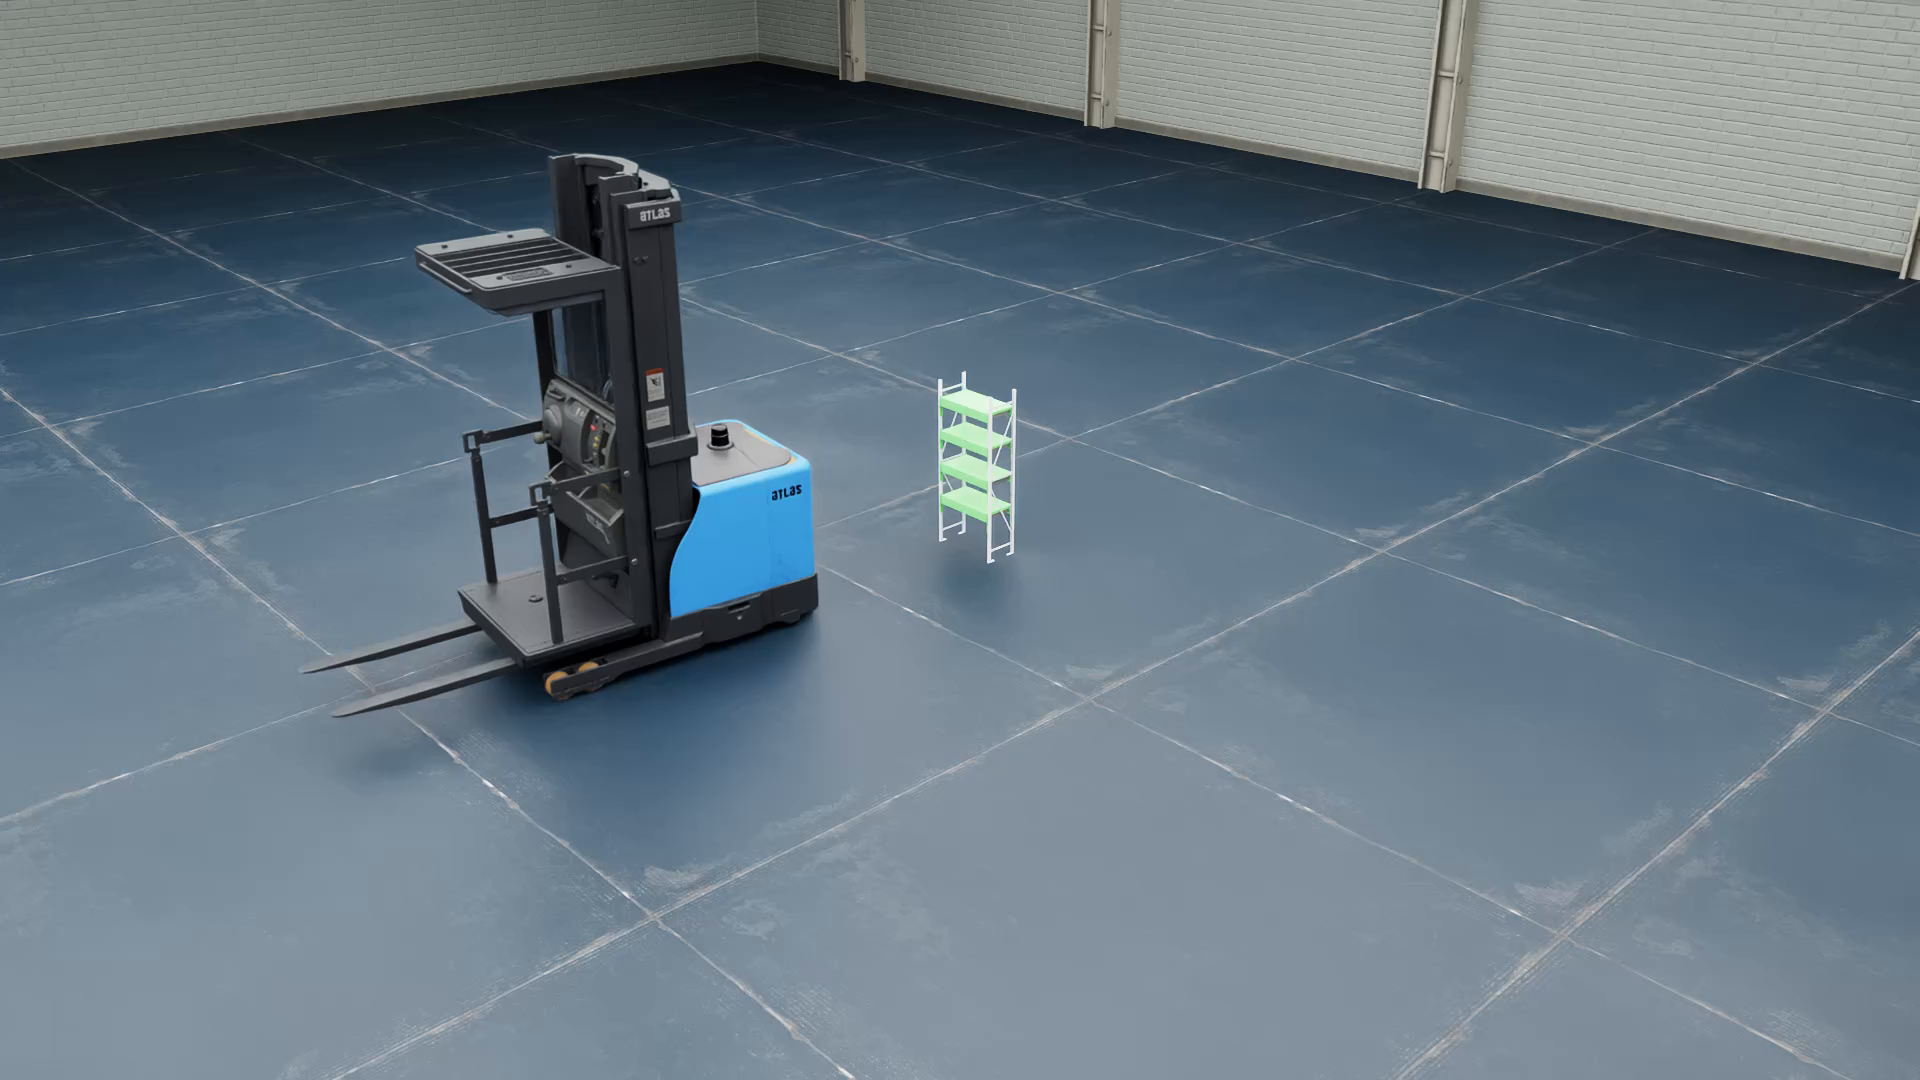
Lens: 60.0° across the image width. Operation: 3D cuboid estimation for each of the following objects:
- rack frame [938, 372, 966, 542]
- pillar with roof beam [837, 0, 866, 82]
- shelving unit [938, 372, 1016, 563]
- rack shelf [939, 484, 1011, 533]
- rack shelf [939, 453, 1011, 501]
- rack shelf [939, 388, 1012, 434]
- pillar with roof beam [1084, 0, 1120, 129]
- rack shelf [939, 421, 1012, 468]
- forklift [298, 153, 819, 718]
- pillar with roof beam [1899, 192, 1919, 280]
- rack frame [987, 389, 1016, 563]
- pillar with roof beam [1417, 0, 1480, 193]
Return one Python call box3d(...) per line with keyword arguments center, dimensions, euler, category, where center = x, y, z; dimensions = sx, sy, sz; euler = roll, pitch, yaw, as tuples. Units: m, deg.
box3d(center=(-0.054, -0.570, 11.553), dimensions=(0.240, 1.200, 0.015), euler=(-21, 32, -38), category="rack frame")
box3d(center=(-5.068, -11.134, 25.315), dimensions=(9.100, 9.000, 0.400), euler=(-21, 32, -38), category="pillar with roof beam")
box3d(center=(0.113, -0.496, 11.391), dimensions=(0.258, 1.200, 0.503), euler=(-21, 32, -38), category="shelving unit")
box3d(center=(0.113, -0.219, 11.517), dimensions=(0.258, 0.148, 0.480), euler=(-21, 32, -38), category="rack shelf")
box3d(center=(0.113, -0.438, 11.418), dimensions=(0.258, 0.148, 0.480), euler=(-21, 32, -38), category="rack shelf")
box3d(center=(0.113, -0.874, 11.218), dimensions=(0.258, 0.148, 0.480), euler=(-21, 32, -38), category="rack shelf")
box3d(center=(-0.967, -9.316, 21.330), dimensions=(9.100, 9.000, 0.400), euler=(-21, 32, -38), category="pillar with roof beam")
box3d(center=(0.113, -0.656, 11.318), dimensions=(0.258, 0.148, 0.480), euler=(-21, 32, -38), category="rack shelf")
box3d(center=(-2.396, -0.645, 9.634), dimensions=(3.031, 2.935, 1.130), euler=(-17, 29, -33), category="forklift")
box3d(center=(7.235, -5.681, 13.360), dimensions=(9.100, 9.000, 0.400), euler=(-21, 32, -38), category="pillar with roof beam")
box3d(center=(0.280, -0.422, 11.229), dimensions=(0.240, 1.200, 0.015), euler=(-21, 32, -38), category="rack frame")
box3d(center=(3.134, -7.499, 17.345), dimensions=(9.100, 9.000, 0.400), euler=(-21, 32, -38), category="pillar with roof beam")
